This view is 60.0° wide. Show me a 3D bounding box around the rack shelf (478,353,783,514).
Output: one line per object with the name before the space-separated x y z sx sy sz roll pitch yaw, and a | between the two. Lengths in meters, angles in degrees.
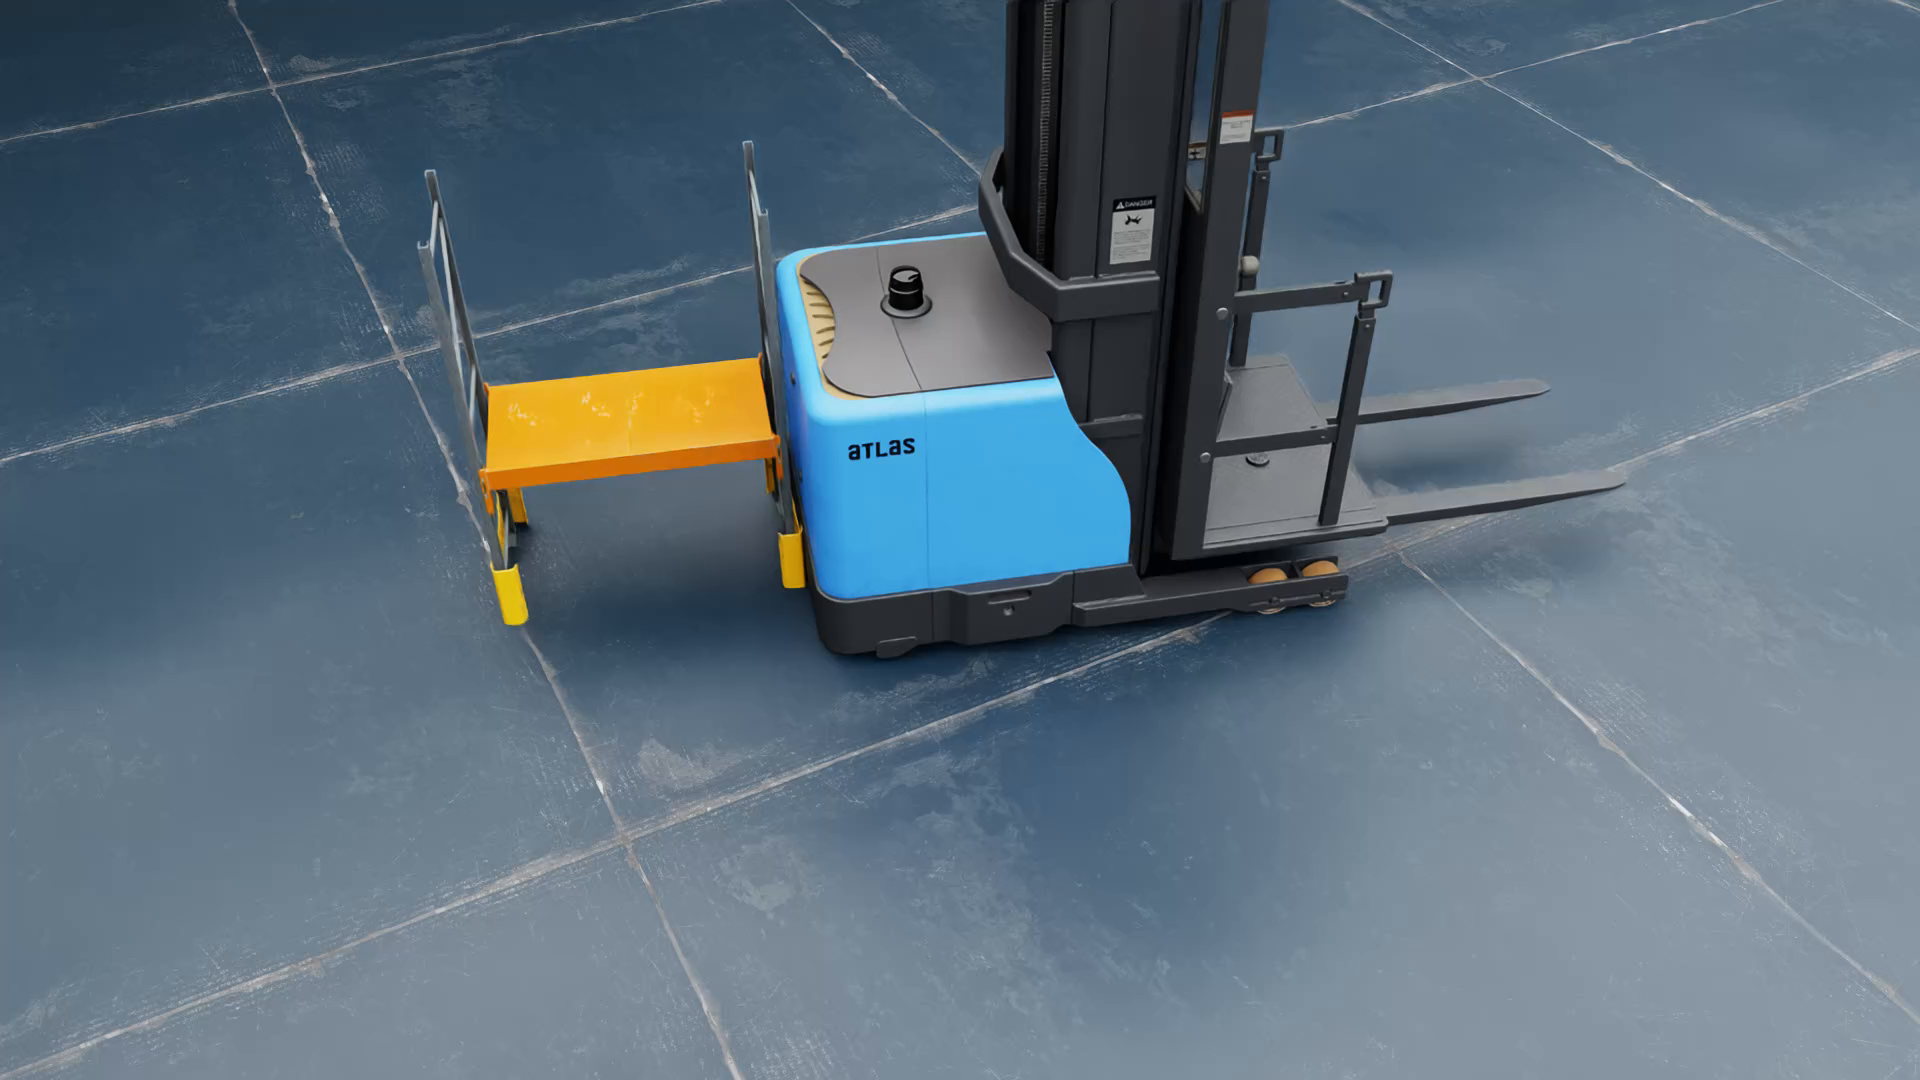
rack shelf | -1.151 -0.382 5.819 1.000 0.185 0.538 -7 41 -8

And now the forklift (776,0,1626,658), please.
forklift | 0.919 -1.184 5.380 3.031 2.935 1.130 -7 41 -8

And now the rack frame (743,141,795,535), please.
rack frame | -0.652 -0.583 5.778 0.032 1.500 0.500 -7 41 -8

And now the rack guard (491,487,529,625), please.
rack guard | -1.631 0.018 6.035 0.087 0.250 0.587 -7 41 -8

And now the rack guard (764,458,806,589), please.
rack guard | -0.654 -0.106 6.182 0.087 0.250 0.587 -7 41 -8

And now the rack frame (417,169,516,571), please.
rack frame | -1.650 -0.456 5.628 0.032 1.500 0.500 -7 41 -8

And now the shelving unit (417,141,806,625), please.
shelving unit | -1.142 -0.521 5.704 1.083 1.500 0.587 -7 41 -8
